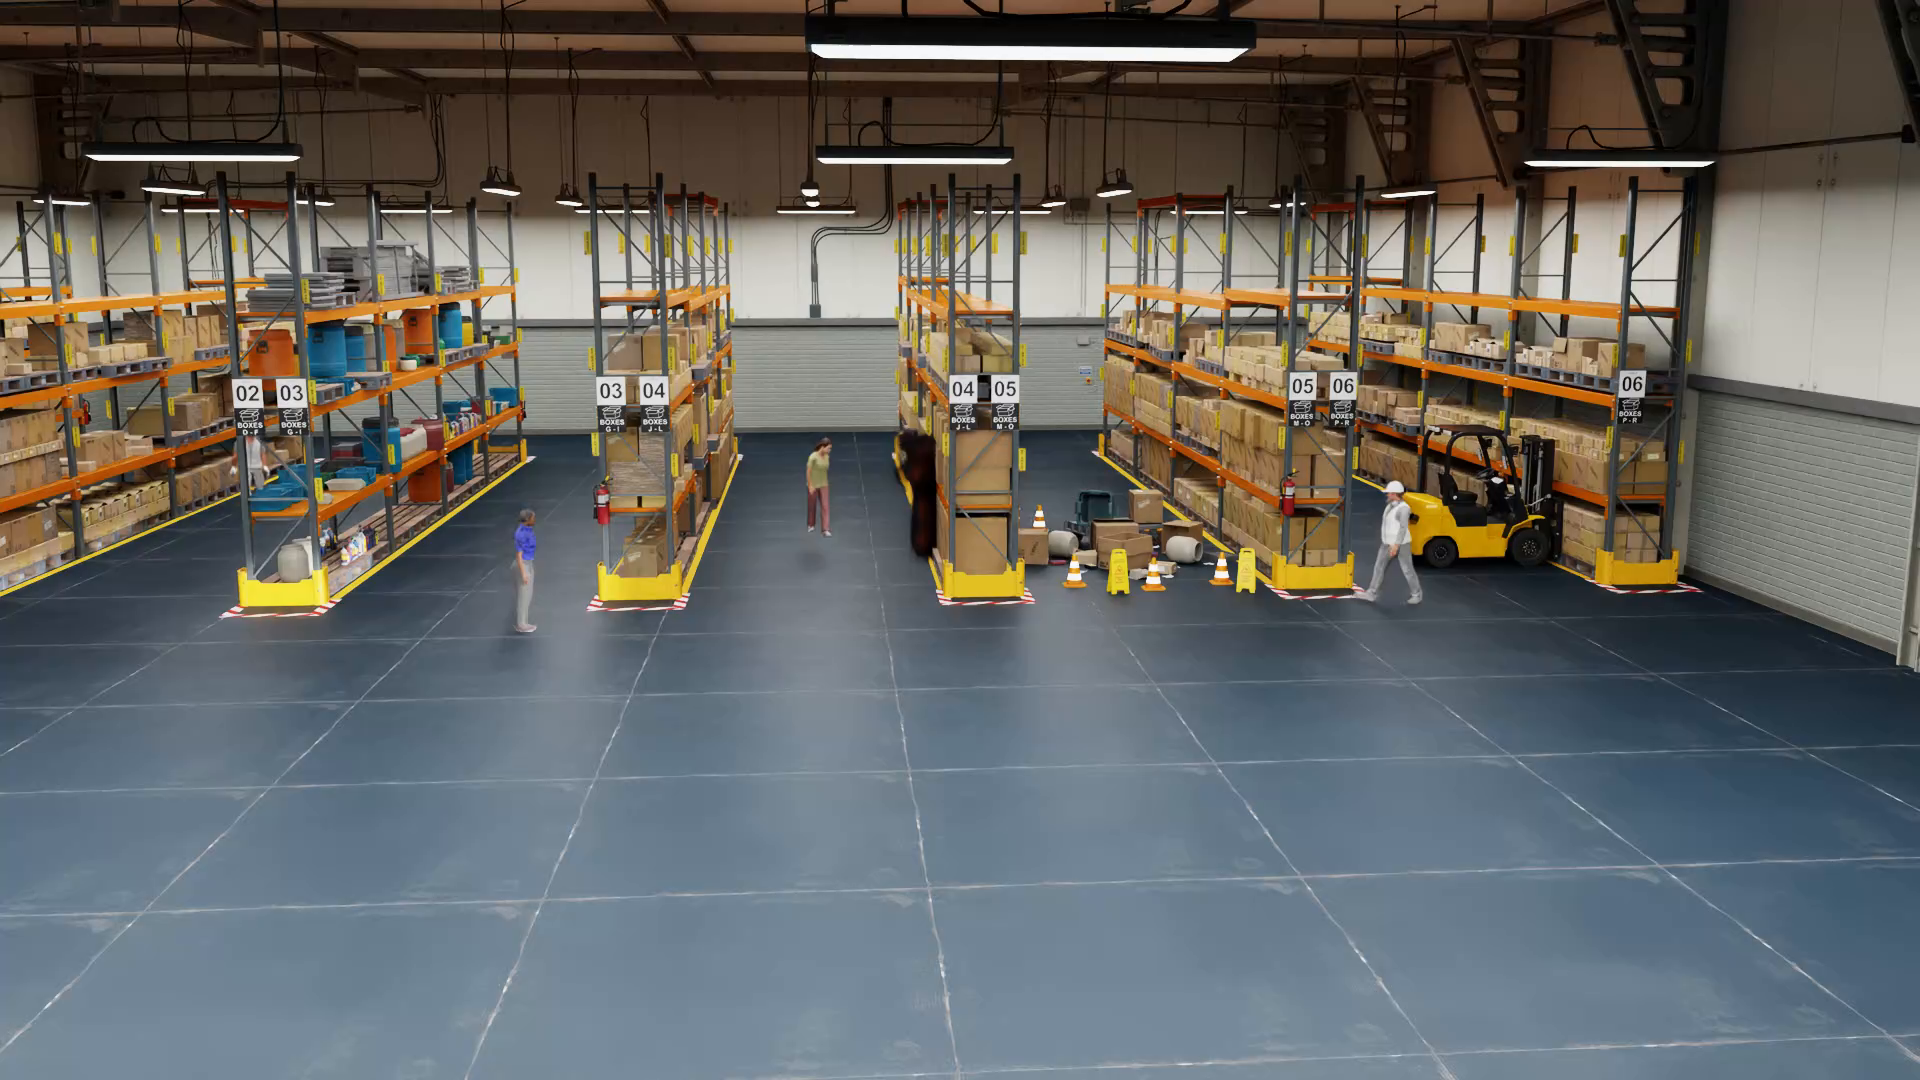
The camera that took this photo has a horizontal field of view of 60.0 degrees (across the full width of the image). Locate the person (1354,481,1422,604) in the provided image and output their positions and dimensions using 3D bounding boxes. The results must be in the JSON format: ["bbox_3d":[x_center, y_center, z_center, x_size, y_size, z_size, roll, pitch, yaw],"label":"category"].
[{"bbox_3d":[6.113,0.032,23.491,0.840,1.746,0.625,-4,11,-22],"label":"person"}]

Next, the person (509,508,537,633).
[{"bbox_3d":[-5.713,0.396,21.749,0.393,1.657,0.490,1,10,5],"label":"person"}]

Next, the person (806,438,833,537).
[{"bbox_3d":[-2.309,-0.874,27.294,0.445,1.614,0.978,-2,10,-12],"label":"person"}]

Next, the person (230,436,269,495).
[{"bbox_3d":[-13.350,-1.329,31.231,0.700,1.753,1.022,-3,10,-15],"label":"person"}]
